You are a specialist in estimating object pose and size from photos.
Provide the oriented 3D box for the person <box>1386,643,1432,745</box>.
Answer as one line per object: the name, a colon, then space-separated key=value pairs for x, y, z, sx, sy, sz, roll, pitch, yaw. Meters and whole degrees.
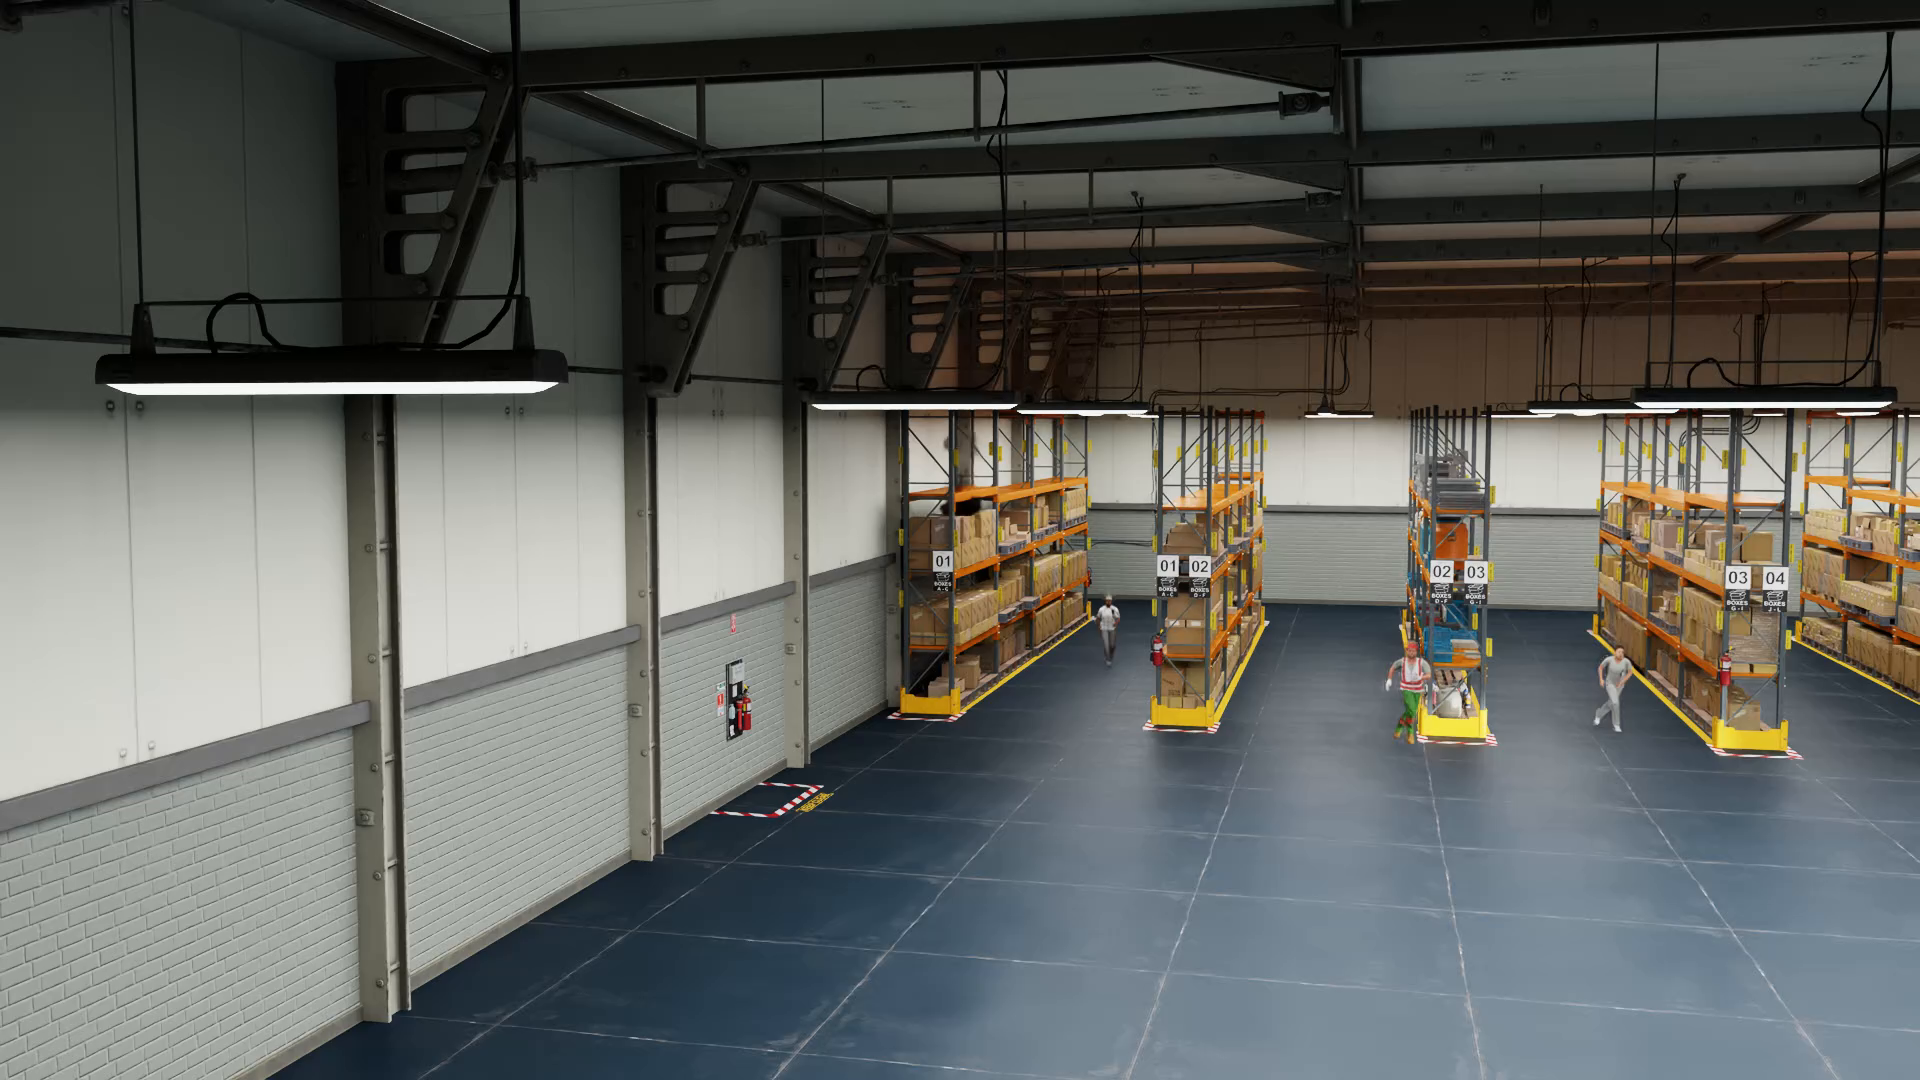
person: x=7.999 y=2.713 z=29.612 sx=0.711 sy=1.780 sz=0.666 roll=0 pitch=4 yaw=-3

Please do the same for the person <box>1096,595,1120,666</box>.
person: x=3.474 y=2.100 z=38.982 sx=0.571 sy=1.655 sz=0.638 roll=0 pitch=4 yaw=4

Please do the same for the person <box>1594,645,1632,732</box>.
person: x=12.158 y=2.723 z=30.985 sx=0.567 sy=1.628 sz=0.805 roll=0 pitch=4 yaw=1
